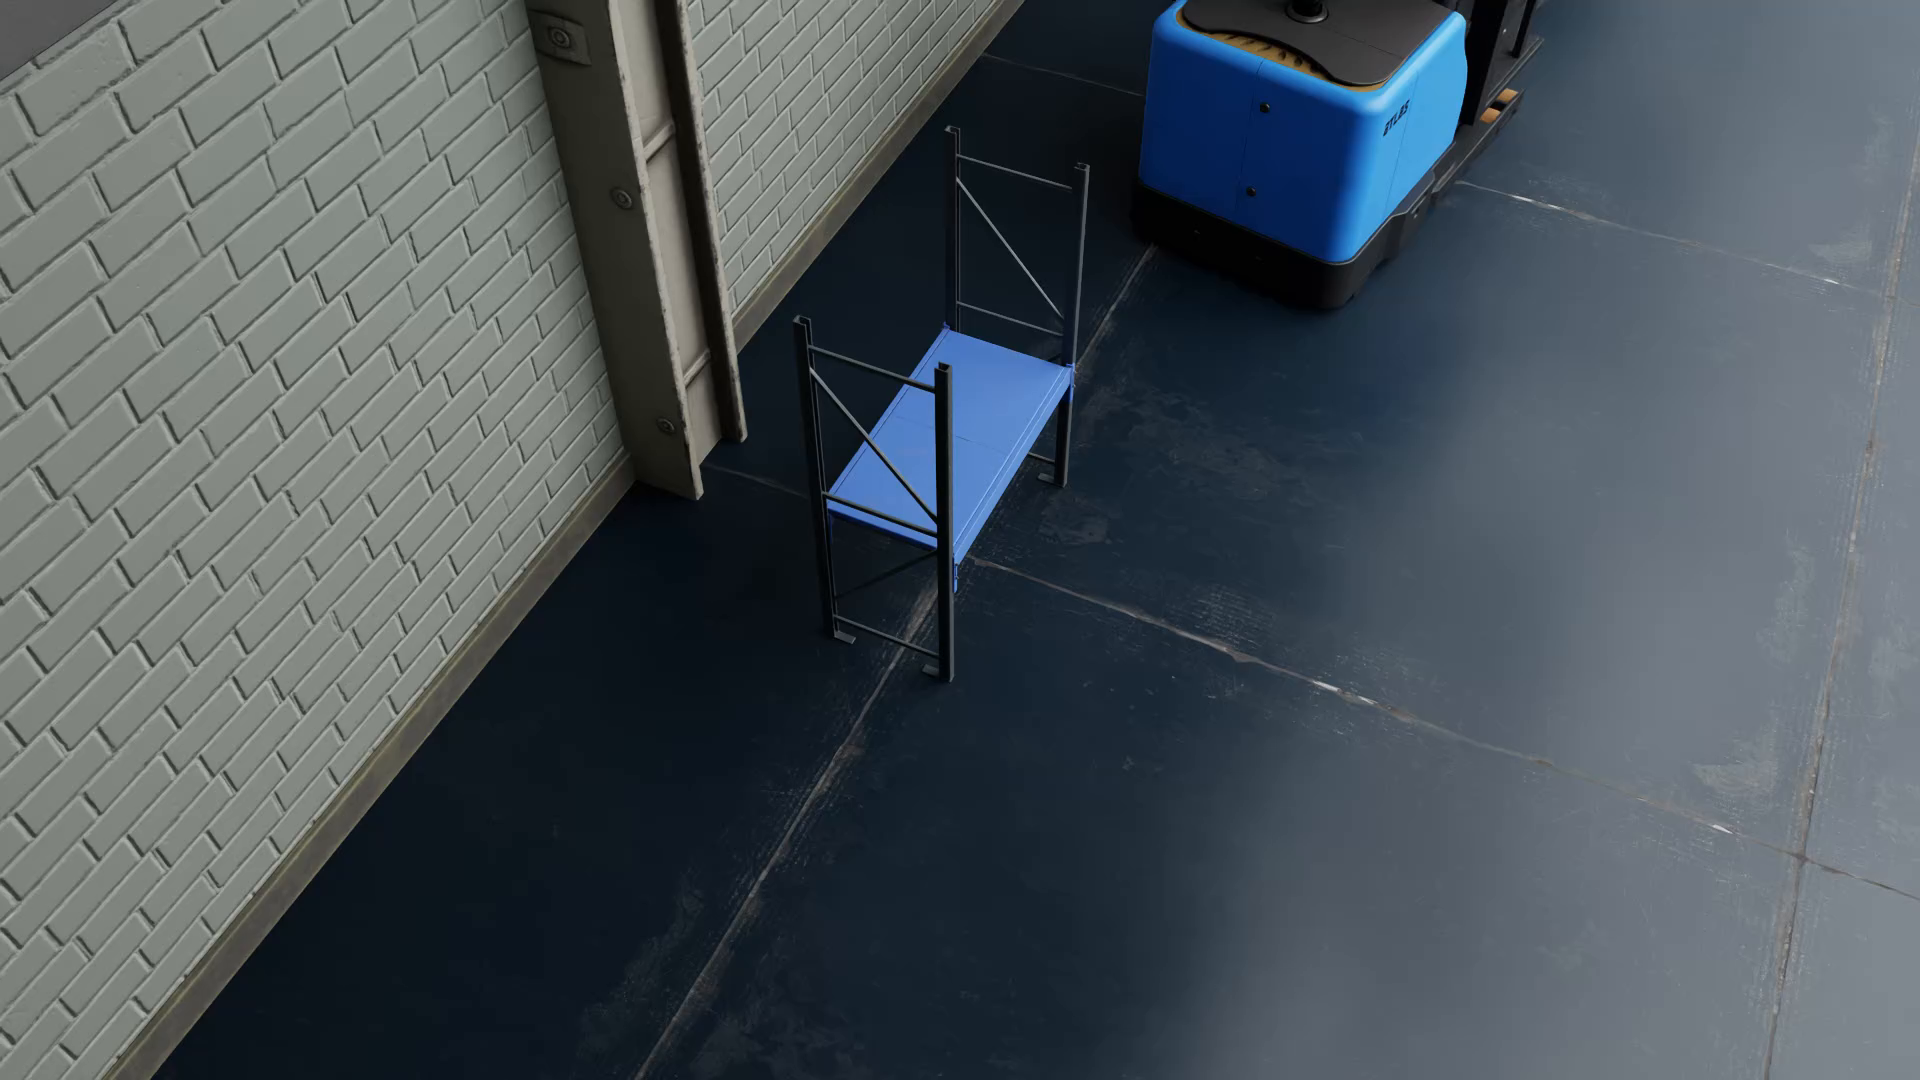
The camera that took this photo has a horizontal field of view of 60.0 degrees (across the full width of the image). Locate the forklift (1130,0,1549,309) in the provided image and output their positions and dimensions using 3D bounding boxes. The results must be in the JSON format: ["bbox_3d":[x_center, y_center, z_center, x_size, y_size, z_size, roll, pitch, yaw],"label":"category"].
[{"bbox_3d":[2.020,-3.011,6.888,1.130,2.935,3.031,29,55,22],"label":"forklift"}]

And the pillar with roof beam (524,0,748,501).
[{"bbox_3d":[2.828,-1.851,1.916,9.100,9.000,0.400,20,52,16],"label":"pillar with roof beam"}]

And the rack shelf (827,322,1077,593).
[{"bbox_3d":[-0.036,-0.311,5.766,0.538,0.185,1.000,20,52,16],"label":"rack shelf"}]

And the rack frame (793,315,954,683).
[{"bbox_3d":[-0.254,-0.077,5.331,0.500,1.500,0.032,20,52,16],"label":"rack frame"}]

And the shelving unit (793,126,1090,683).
[{"bbox_3d":[-0.036,-0.427,5.629,0.538,1.500,1.048,20,52,16],"label":"shelving unit"}]

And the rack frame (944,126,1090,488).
[{"bbox_3d":[0.181,-0.777,5.927,0.500,1.500,0.032,20,52,16],"label":"rack frame"}]
